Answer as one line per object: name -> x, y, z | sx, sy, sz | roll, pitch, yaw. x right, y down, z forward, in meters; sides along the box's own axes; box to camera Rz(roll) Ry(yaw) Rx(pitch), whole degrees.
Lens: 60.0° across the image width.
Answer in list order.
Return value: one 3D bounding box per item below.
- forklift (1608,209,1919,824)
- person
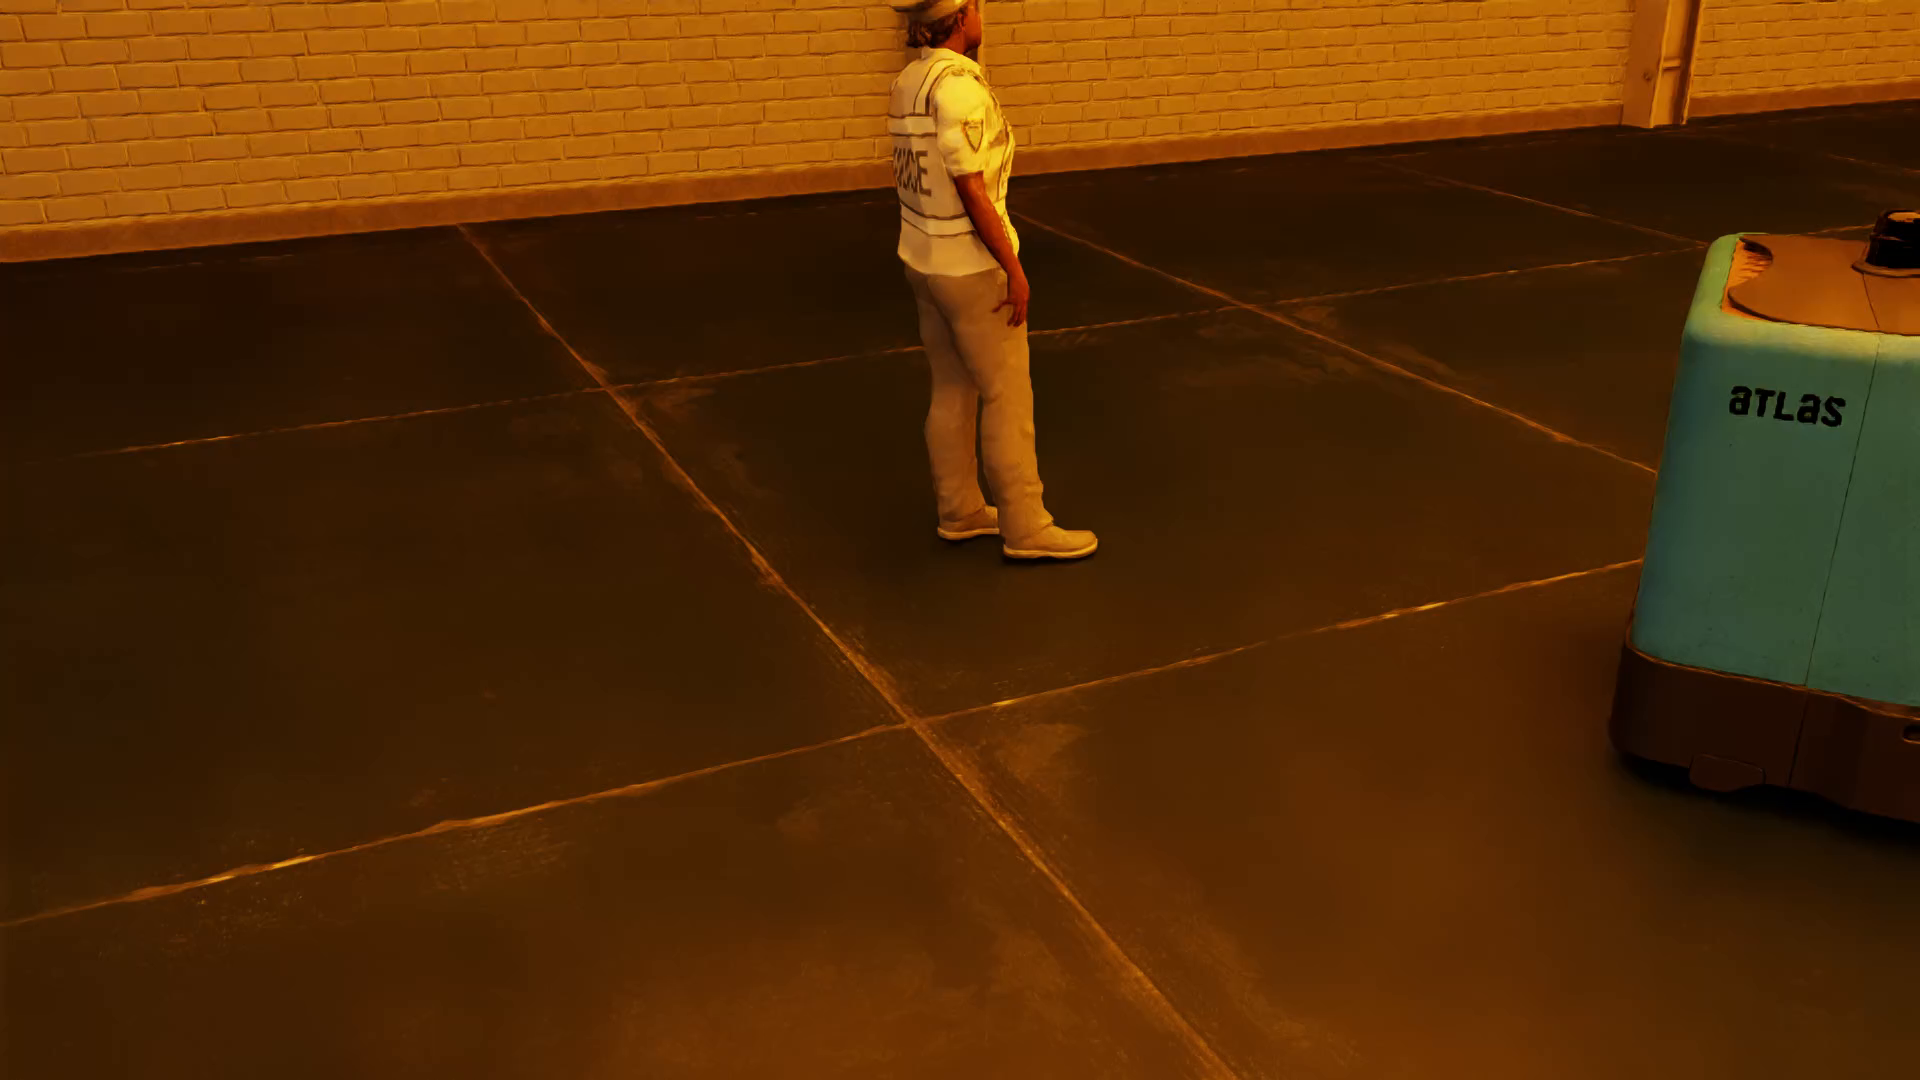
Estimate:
forklift -> 3.051, -0.737, 3.061 | 3.031, 2.935, 1.130 | 11, 25, 24
person -> 0.076, -0.795, 4.792 | 0.529, 1.695, 0.570 | -10, 25, -23
